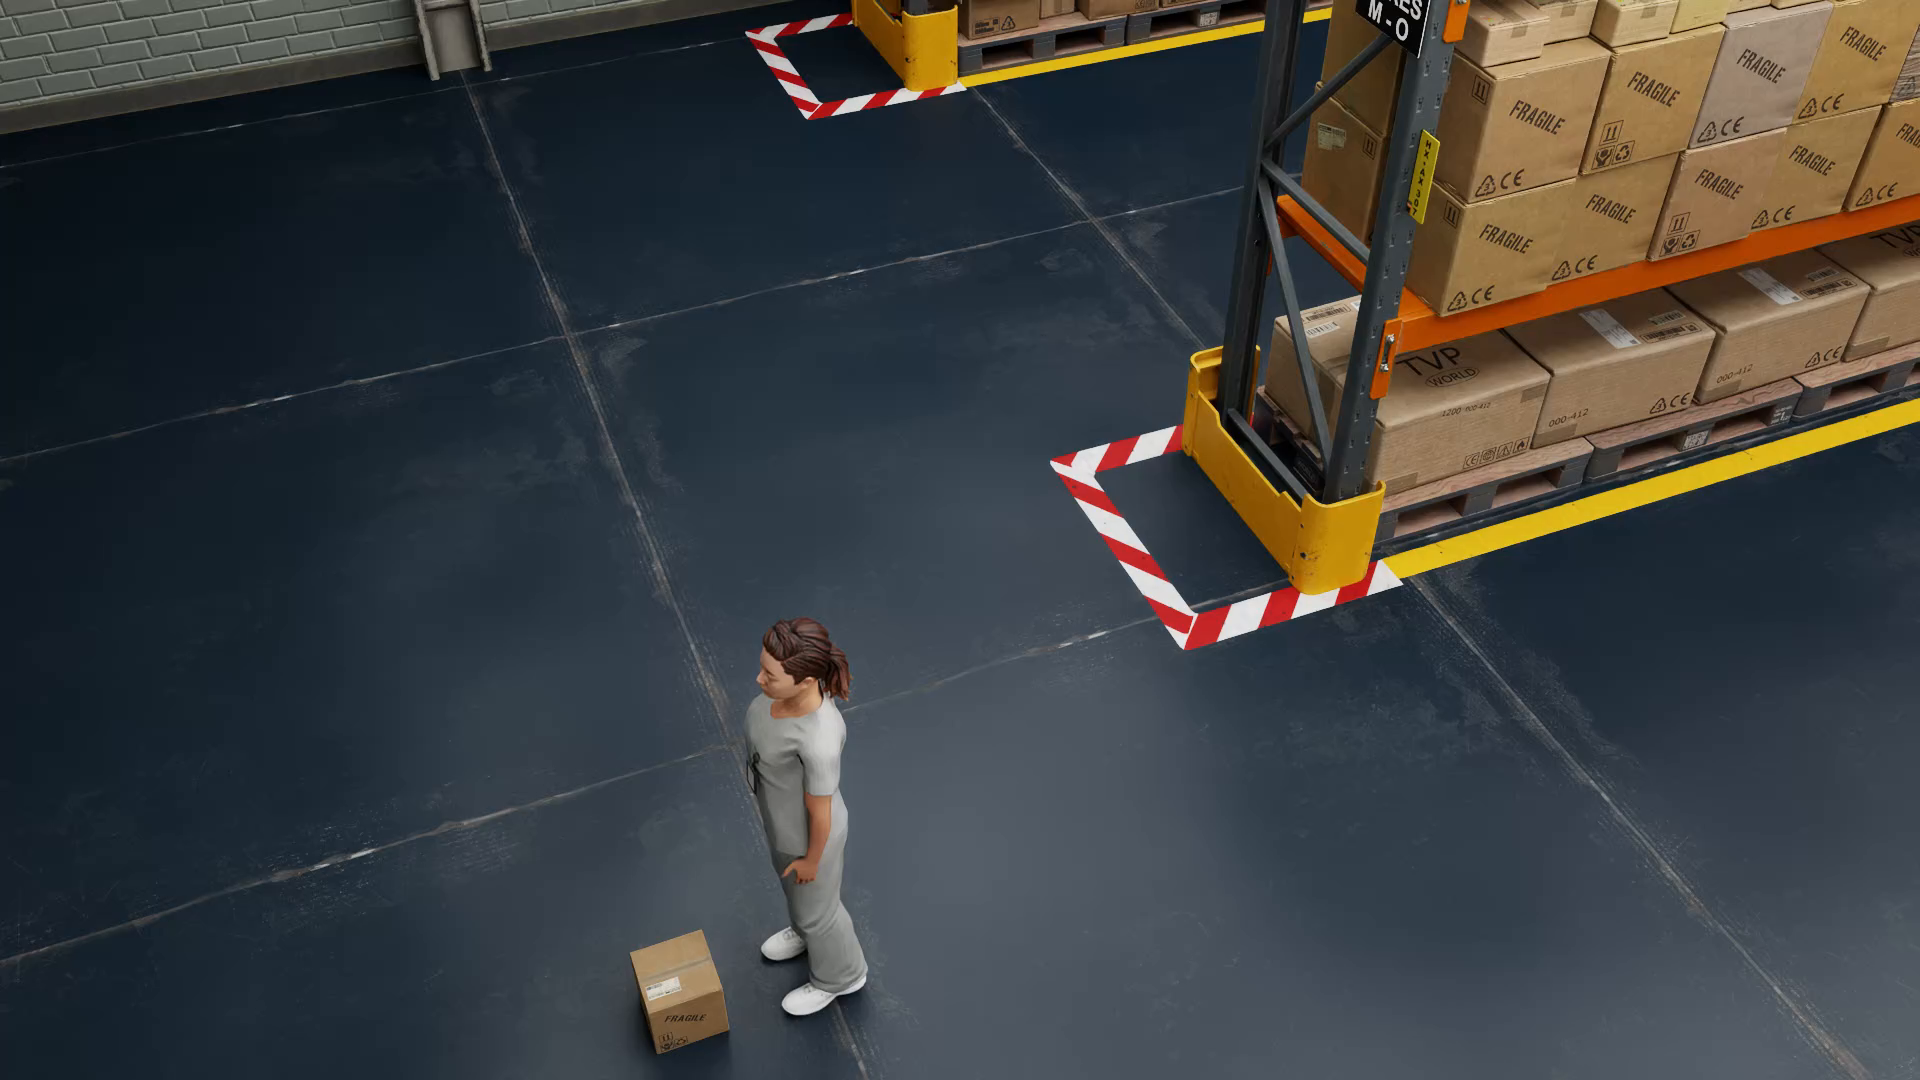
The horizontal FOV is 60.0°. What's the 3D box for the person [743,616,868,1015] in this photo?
[{"bbox_3d":[-0.478,0.865,5.202,0.359,1.668,0.436,-14,44,-15],"label":"person"}]
